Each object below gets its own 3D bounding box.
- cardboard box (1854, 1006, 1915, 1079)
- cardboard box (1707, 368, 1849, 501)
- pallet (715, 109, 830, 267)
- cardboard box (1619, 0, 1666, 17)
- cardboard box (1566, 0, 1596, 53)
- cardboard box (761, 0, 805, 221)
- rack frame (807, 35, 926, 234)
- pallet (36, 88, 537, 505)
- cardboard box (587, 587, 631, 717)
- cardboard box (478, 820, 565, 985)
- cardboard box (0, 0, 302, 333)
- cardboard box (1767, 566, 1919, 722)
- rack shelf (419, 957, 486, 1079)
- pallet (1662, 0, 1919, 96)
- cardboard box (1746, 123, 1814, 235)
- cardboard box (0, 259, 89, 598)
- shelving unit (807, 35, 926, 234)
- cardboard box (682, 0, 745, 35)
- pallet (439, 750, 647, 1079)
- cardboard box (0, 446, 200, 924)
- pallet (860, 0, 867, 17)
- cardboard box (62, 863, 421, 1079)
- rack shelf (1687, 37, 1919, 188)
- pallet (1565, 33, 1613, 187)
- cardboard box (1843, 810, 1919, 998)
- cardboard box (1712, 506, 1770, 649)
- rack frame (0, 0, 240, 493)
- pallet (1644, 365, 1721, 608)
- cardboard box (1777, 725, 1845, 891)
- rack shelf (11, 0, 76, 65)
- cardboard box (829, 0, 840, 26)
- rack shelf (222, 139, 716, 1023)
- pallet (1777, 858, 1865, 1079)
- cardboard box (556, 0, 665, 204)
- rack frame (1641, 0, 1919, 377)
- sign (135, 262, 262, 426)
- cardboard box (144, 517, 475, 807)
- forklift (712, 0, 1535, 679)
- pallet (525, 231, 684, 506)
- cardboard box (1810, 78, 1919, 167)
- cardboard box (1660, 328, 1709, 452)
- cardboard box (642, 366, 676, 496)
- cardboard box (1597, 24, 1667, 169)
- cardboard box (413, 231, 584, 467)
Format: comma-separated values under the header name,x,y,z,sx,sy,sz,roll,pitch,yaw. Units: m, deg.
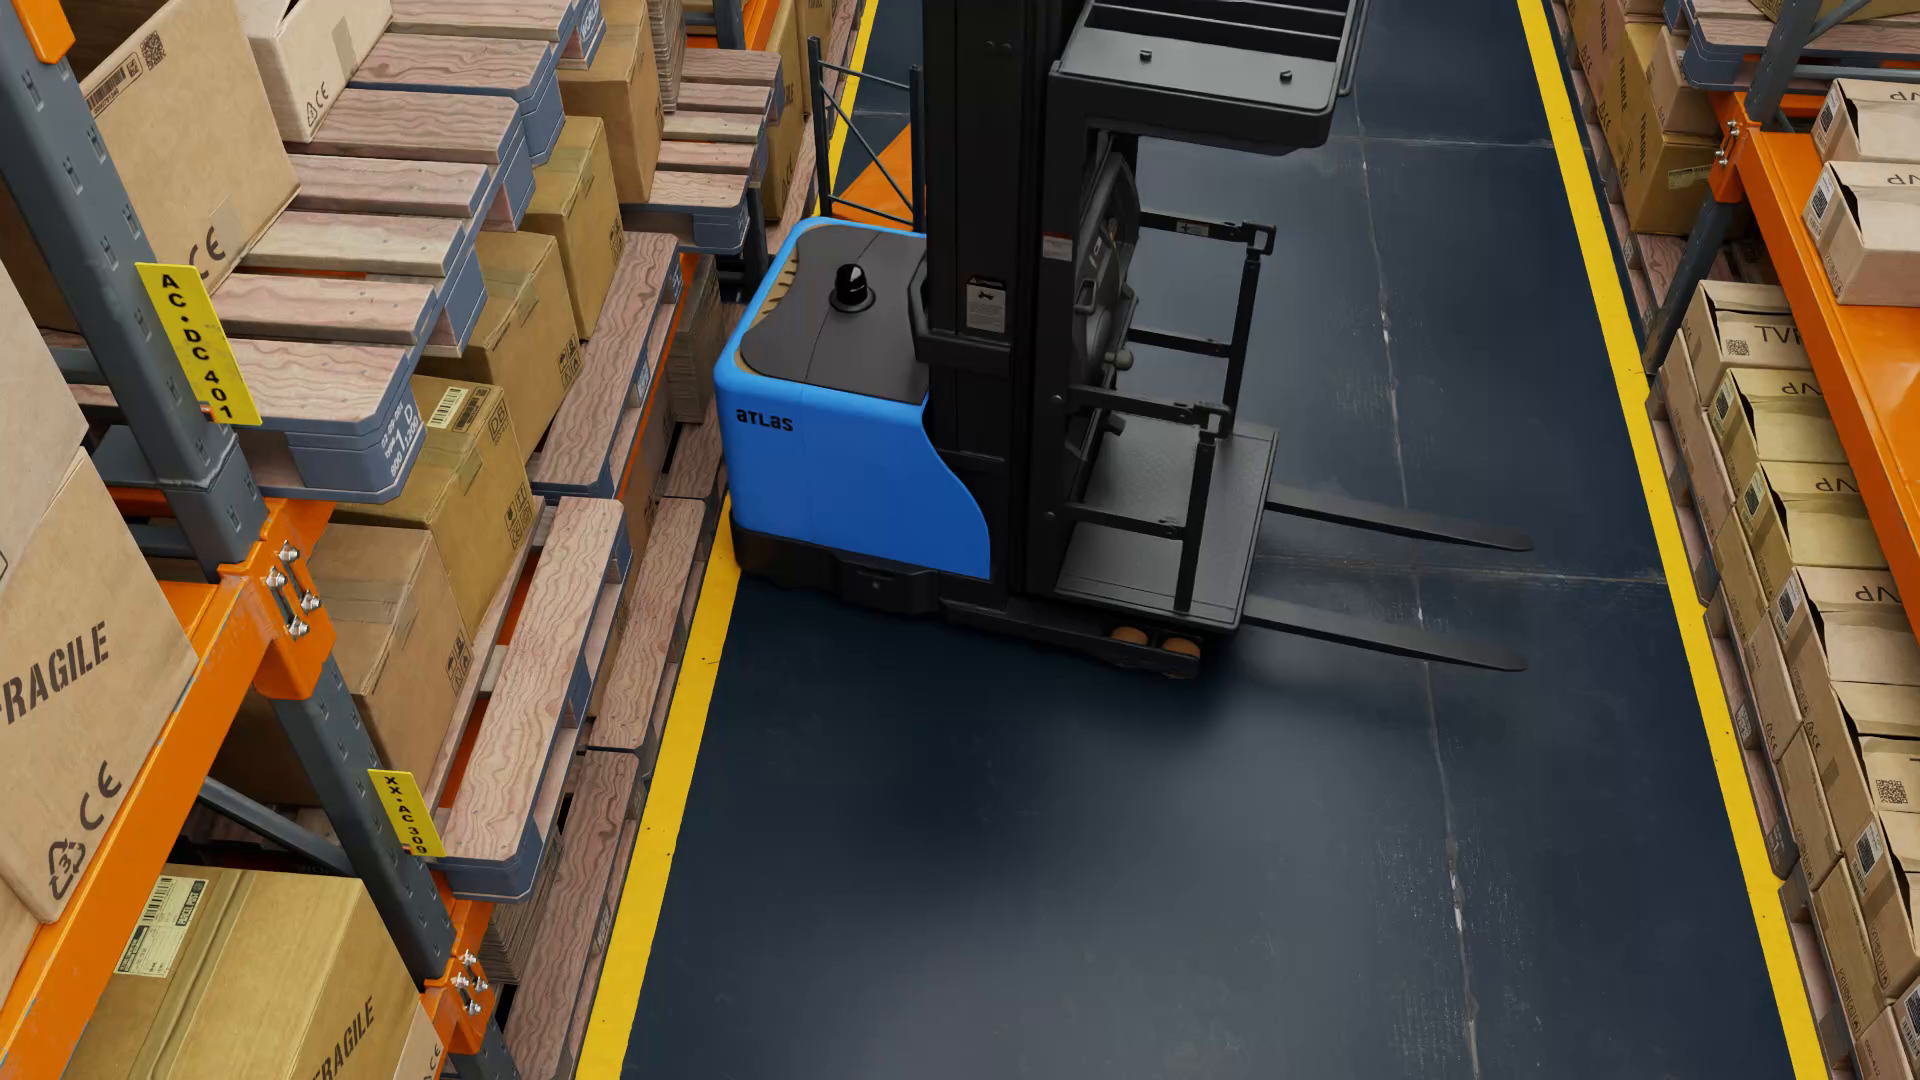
name,x,y,z,sx,sy,sz,roll,pitch,yaw
cardboard box,2.948,1.646,4.790,0.500,0.250,0.500,3,48,3
cardboard box,3.183,-0.406,6.288,0.500,0.311,0.500,3,48,3
pallet,-1.223,-1.719,8.179,1.003,0.211,1.213,4,48,4
cardboard box,3.505,-2.810,8.175,0.500,0.250,0.500,3,48,3
cardboard box,3.550,-2.901,8.766,0.500,0.500,0.500,4,48,4
cardboard box,-1.173,-2.033,7.749,0.750,0.750,0.750,3,48,3
rack frame,-0.371,-1.383,6.998,0.500,1.500,0.032,21,51,18
pallet,-1.572,-0.542,3.307,1.213,0.211,1.003,4,48,4
cardboard box,-1.600,0.252,5.883,0.700,0.500,0.500,4,48,4
cardboard box,-1.684,1.007,5.192,0.700,0.500,0.500,5,48,5
cardboard box,-1.605,-0.730,3.000,0.500,0.500,0.500,10,48,9
cardboard box,3.088,0.346,5.600,0.500,0.311,0.500,3,48,3
rack shelf,-1.917,2.566,2.858,1.077,0.370,4.000,4,48,4
pallet,3.555,-2.193,6.853,1.213,0.211,1.003,4,48,4
cardboard box,3.931,-1.760,7.723,0.500,0.500,0.500,2,48,2
cardboard box,-1.510,-0.150,2.063,0.500,0.500,0.500,0,48,0
shelving unit,-0.131,-1.721,7.307,0.587,1.500,1.083,21,51,18
cardboard box,-1.110,-2.234,6.917,0.380,0.149,0.250,3,48,3
pallet,-1.665,1.223,5.489,1.003,0.211,1.213,4,48,4
cardboard box,-1.535,0.191,2.429,0.500,0.500,0.500,5,48,5
pallet,-1.001,-3.512,9.819,1.003,0.211,1.213,4,48,4
cardboard box,-1.470,1.013,3.371,0.500,0.500,0.500,4,48,3
rack shelf,3.745,-2.982,7.932,1.077,0.370,4.000,4,48,4
pallet,3.783,-2.254,8.669,1.003,0.211,1.213,4,48,4
cardboard box,2.991,1.082,4.927,0.500,0.311,0.500,5,48,5
cardboard box,3.137,0.148,6.161,0.500,0.250,0.500,3,48,2
rack frame,-1.735,-1.171,1.723,1.000,3.000,0.127,4,48,4
pallet,3.449,-0.212,6.801,1.003,0.211,1.213,4,48,4
cardboard box,3.042,0.899,5.474,0.500,0.250,0.500,5,48,4
rack shelf,-1.553,-2.263,3.480,1.077,0.370,4.000,4,48,4
cardboard box,-1.014,-3.301,8.909,0.750,0.750,0.750,5,48,5
rack shelf,-1.553,-0.373,5.546,1.077,0.370,4.000,4,48,4
pallet,3.227,1.581,5.161,1.003,0.211,1.213,4,48,4
cardboard box,-1.427,-1.509,5.732,0.700,0.500,0.500,0,48,0
rack frame,3.563,-1.755,6.323,1.000,3.000,0.127,4,48,4
sign,-1.194,-0.302,2.610,0.100,0.325,0.005,4,48,4
cardboard box,-1.654,0.300,4.077,0.700,0.500,0.500,4,48,4
forklift,0.682,-0.904,5.591,3.031,2.935,1.130,12,49,10
pallet,-1.510,-0.563,5.363,1.003,0.211,1.213,4,48,4
cardboard box,3.487,-1.461,6.114,0.500,0.311,0.500,7,48,6
cardboard box,3.223,-0.604,6.848,0.500,0.250,0.500,4,48,3
cardboard box,-1.547,-0.487,6.559,0.700,0.500,0.500,4,48,3
cardboard box,3.462,-2.143,8.073,0.500,0.500,0.500,2,48,2
cardboard box,-1.567,-0.596,4.897,0.700,0.500,0.500,10,48,9
